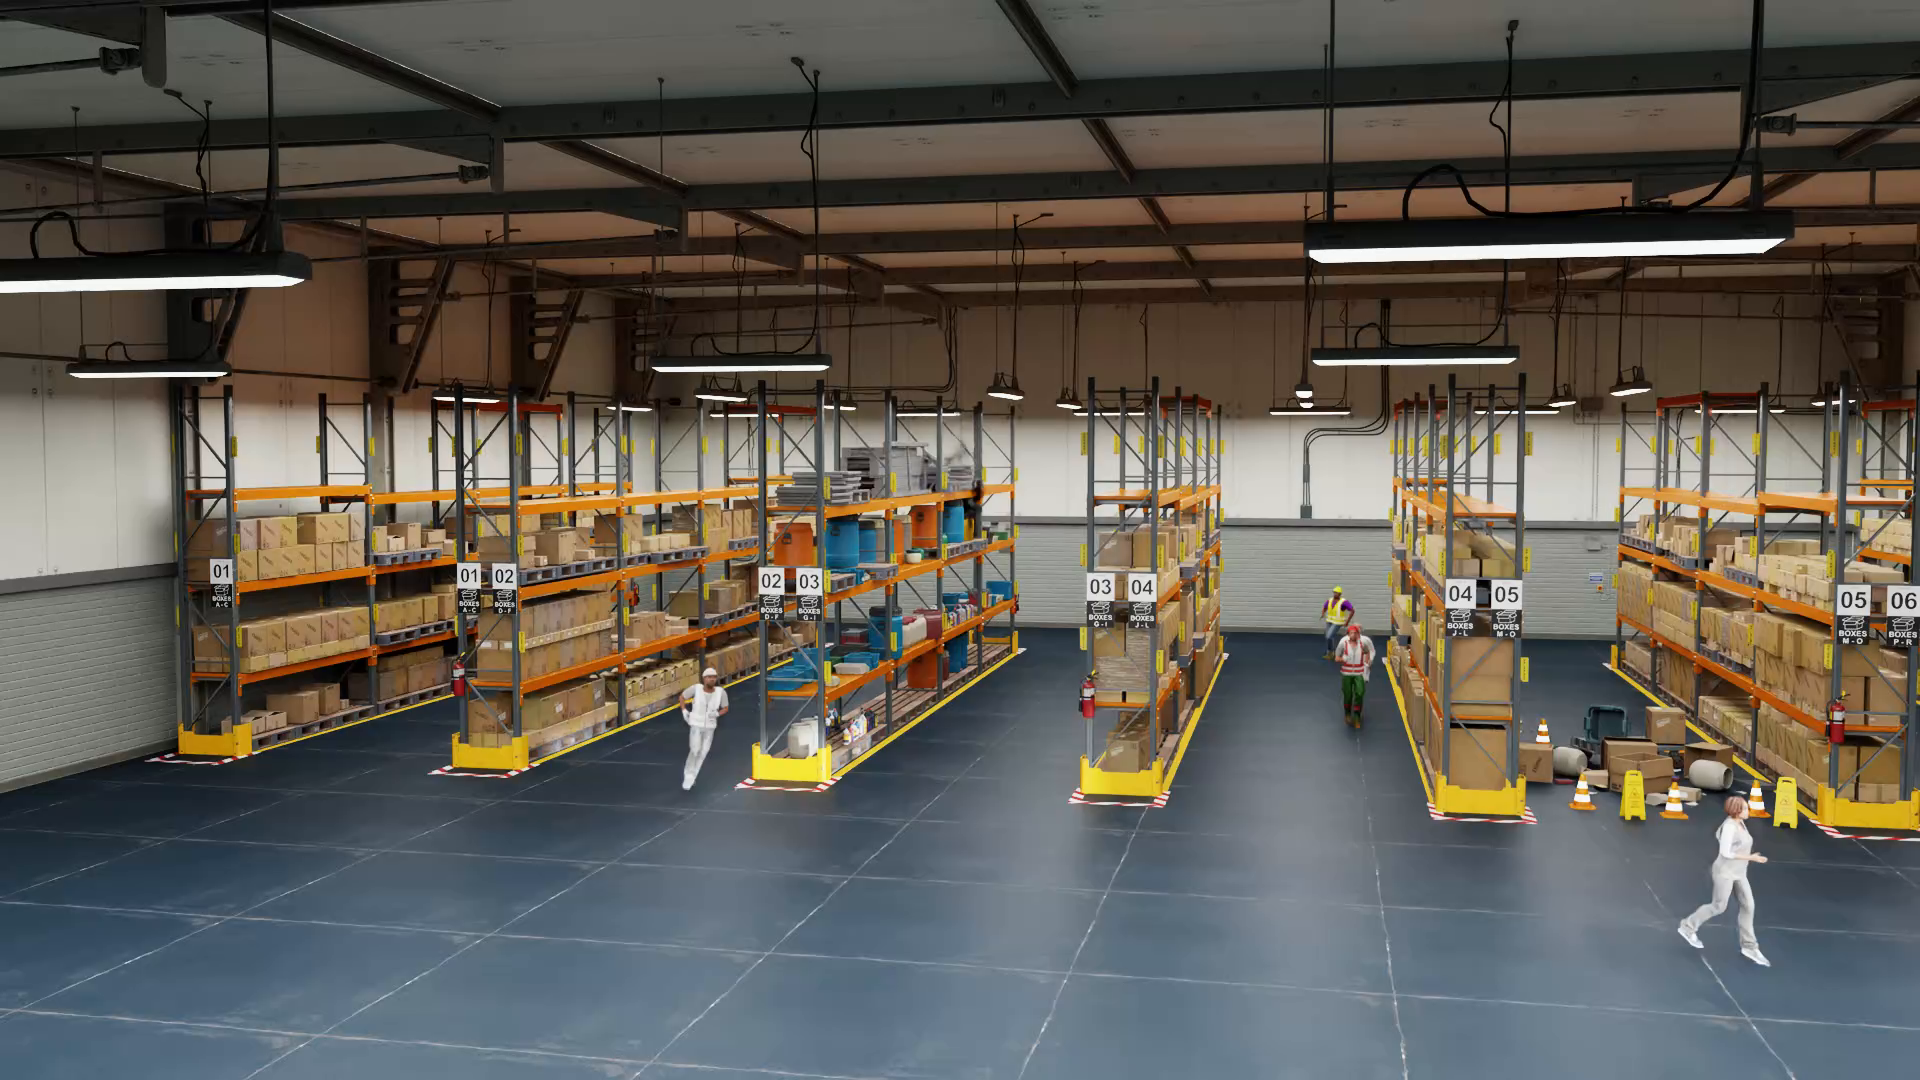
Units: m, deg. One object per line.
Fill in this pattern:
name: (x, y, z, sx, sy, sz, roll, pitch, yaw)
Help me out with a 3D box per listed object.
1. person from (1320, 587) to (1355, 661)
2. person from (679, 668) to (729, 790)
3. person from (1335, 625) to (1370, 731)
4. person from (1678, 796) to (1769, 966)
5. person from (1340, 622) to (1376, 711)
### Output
person: (8.777, 1.969, 38.936, 0.662, 1.765, 0.764, -3, 4, -38)
person: (-3.756, 2.765, 24.452, 0.702, 1.789, 0.661, -1, 4, -24)
person: (7.000, 2.433, 29.645, 0.632, 1.832, 0.765, 0, 3, 9)
person: (7.481, 3.304, 16.264, 0.508, 1.588, 0.833, -3, 5, -45)
person: (7.401, 2.399, 31.027, 0.709, 1.725, 0.668, 0, 3, 9)
